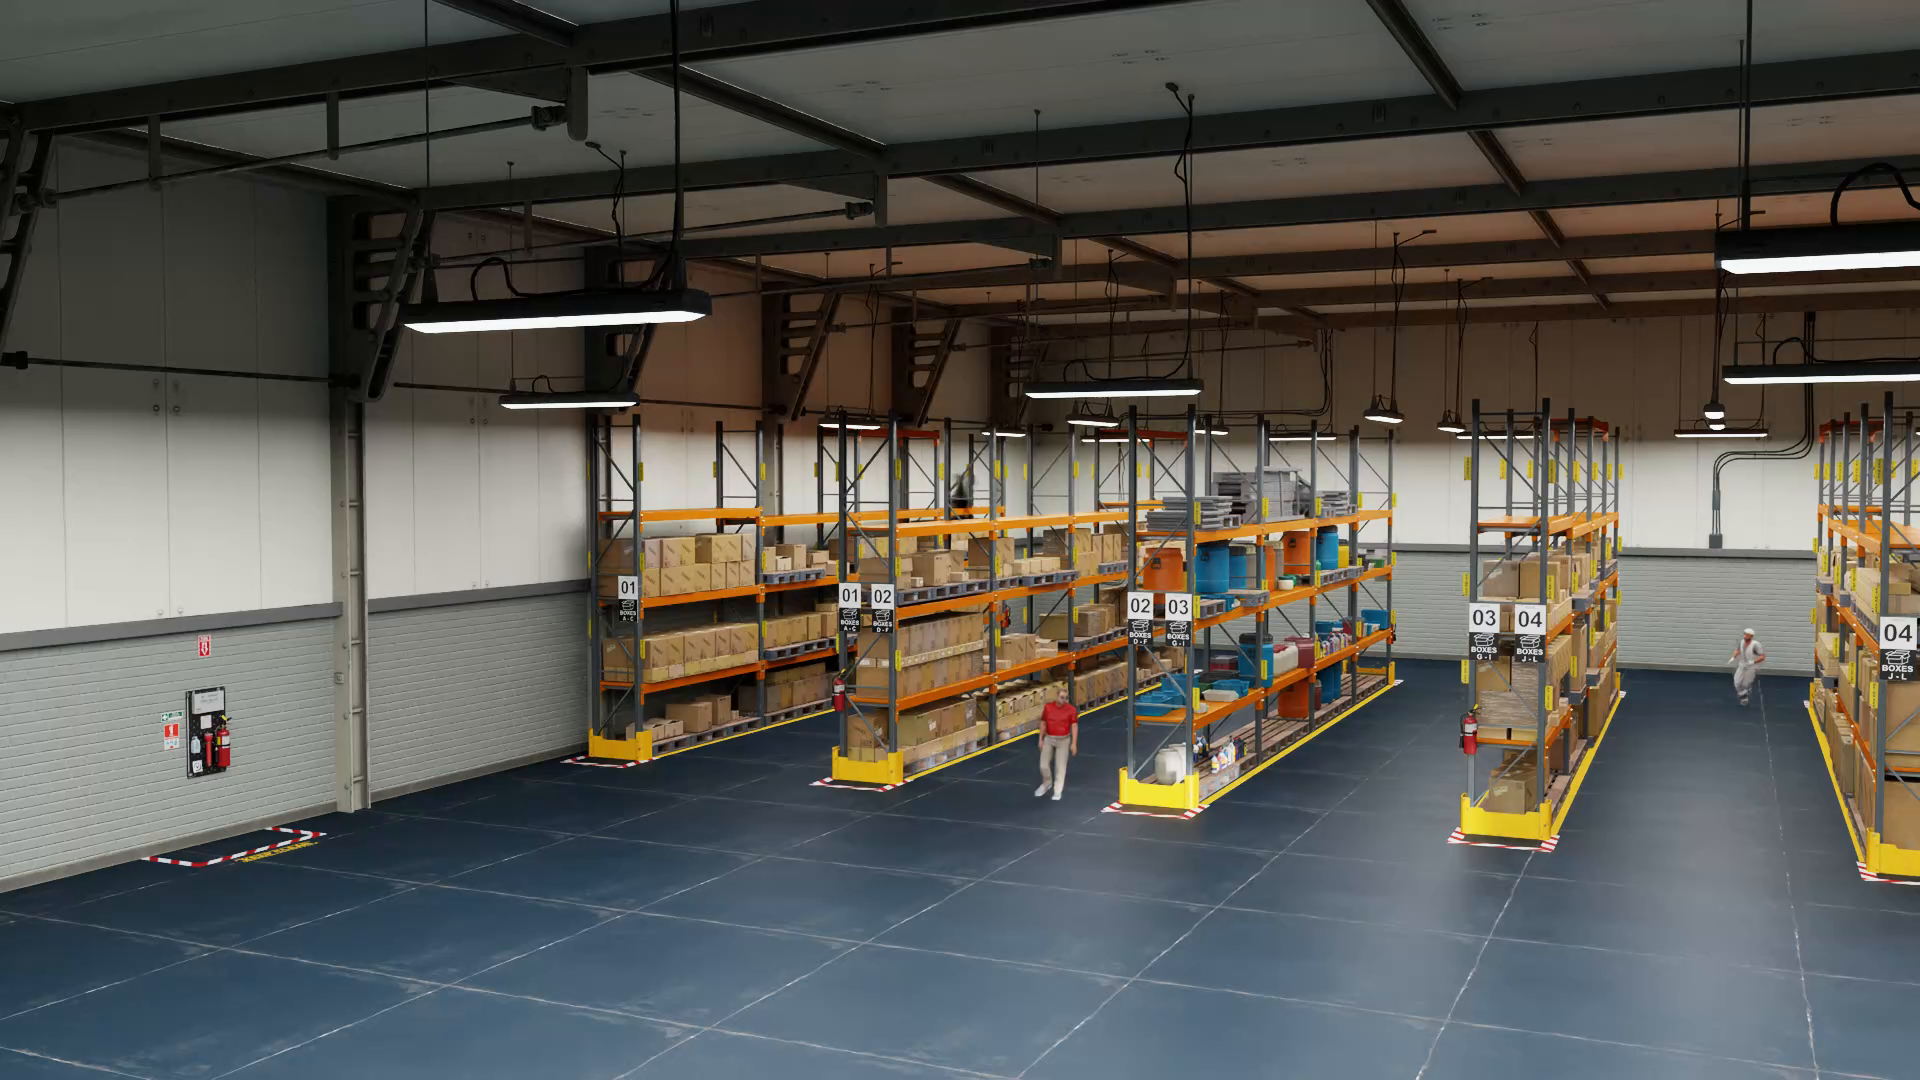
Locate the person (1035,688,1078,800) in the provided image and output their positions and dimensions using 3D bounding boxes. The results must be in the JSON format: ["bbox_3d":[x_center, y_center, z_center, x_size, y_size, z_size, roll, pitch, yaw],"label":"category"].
[{"bbox_3d":[1.458,3.083,25.296,0.672,1.704,0.461,0,2,11],"label":"person"}]

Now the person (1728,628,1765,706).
[{"bbox_3d":[16.828,2.718,35.520,0.552,1.689,0.763,-2,3,-40],"label":"person"}]
